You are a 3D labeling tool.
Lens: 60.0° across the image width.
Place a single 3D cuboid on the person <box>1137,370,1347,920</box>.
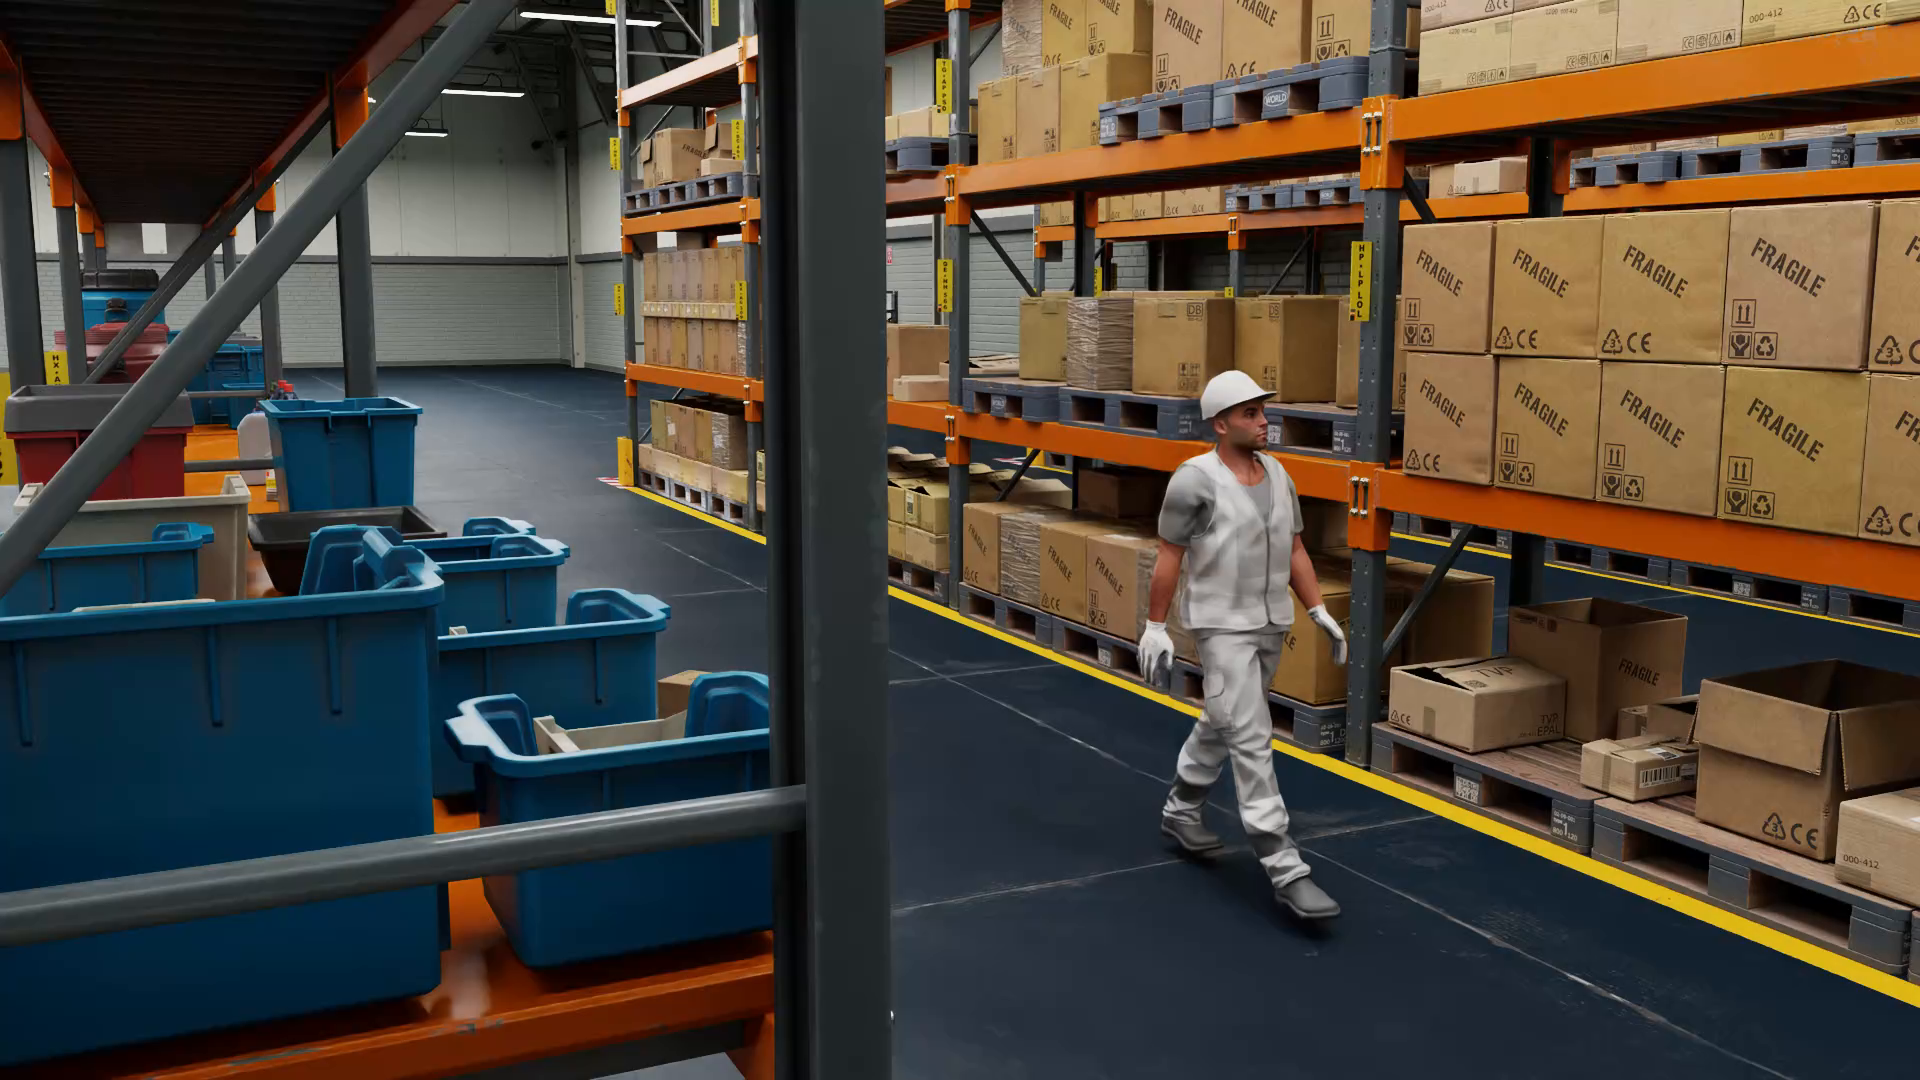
[{"bbox_3d":[1.007,0.301,5.596,0.607,1.729,1.020,-6,10,-35],"label":"person"}]
